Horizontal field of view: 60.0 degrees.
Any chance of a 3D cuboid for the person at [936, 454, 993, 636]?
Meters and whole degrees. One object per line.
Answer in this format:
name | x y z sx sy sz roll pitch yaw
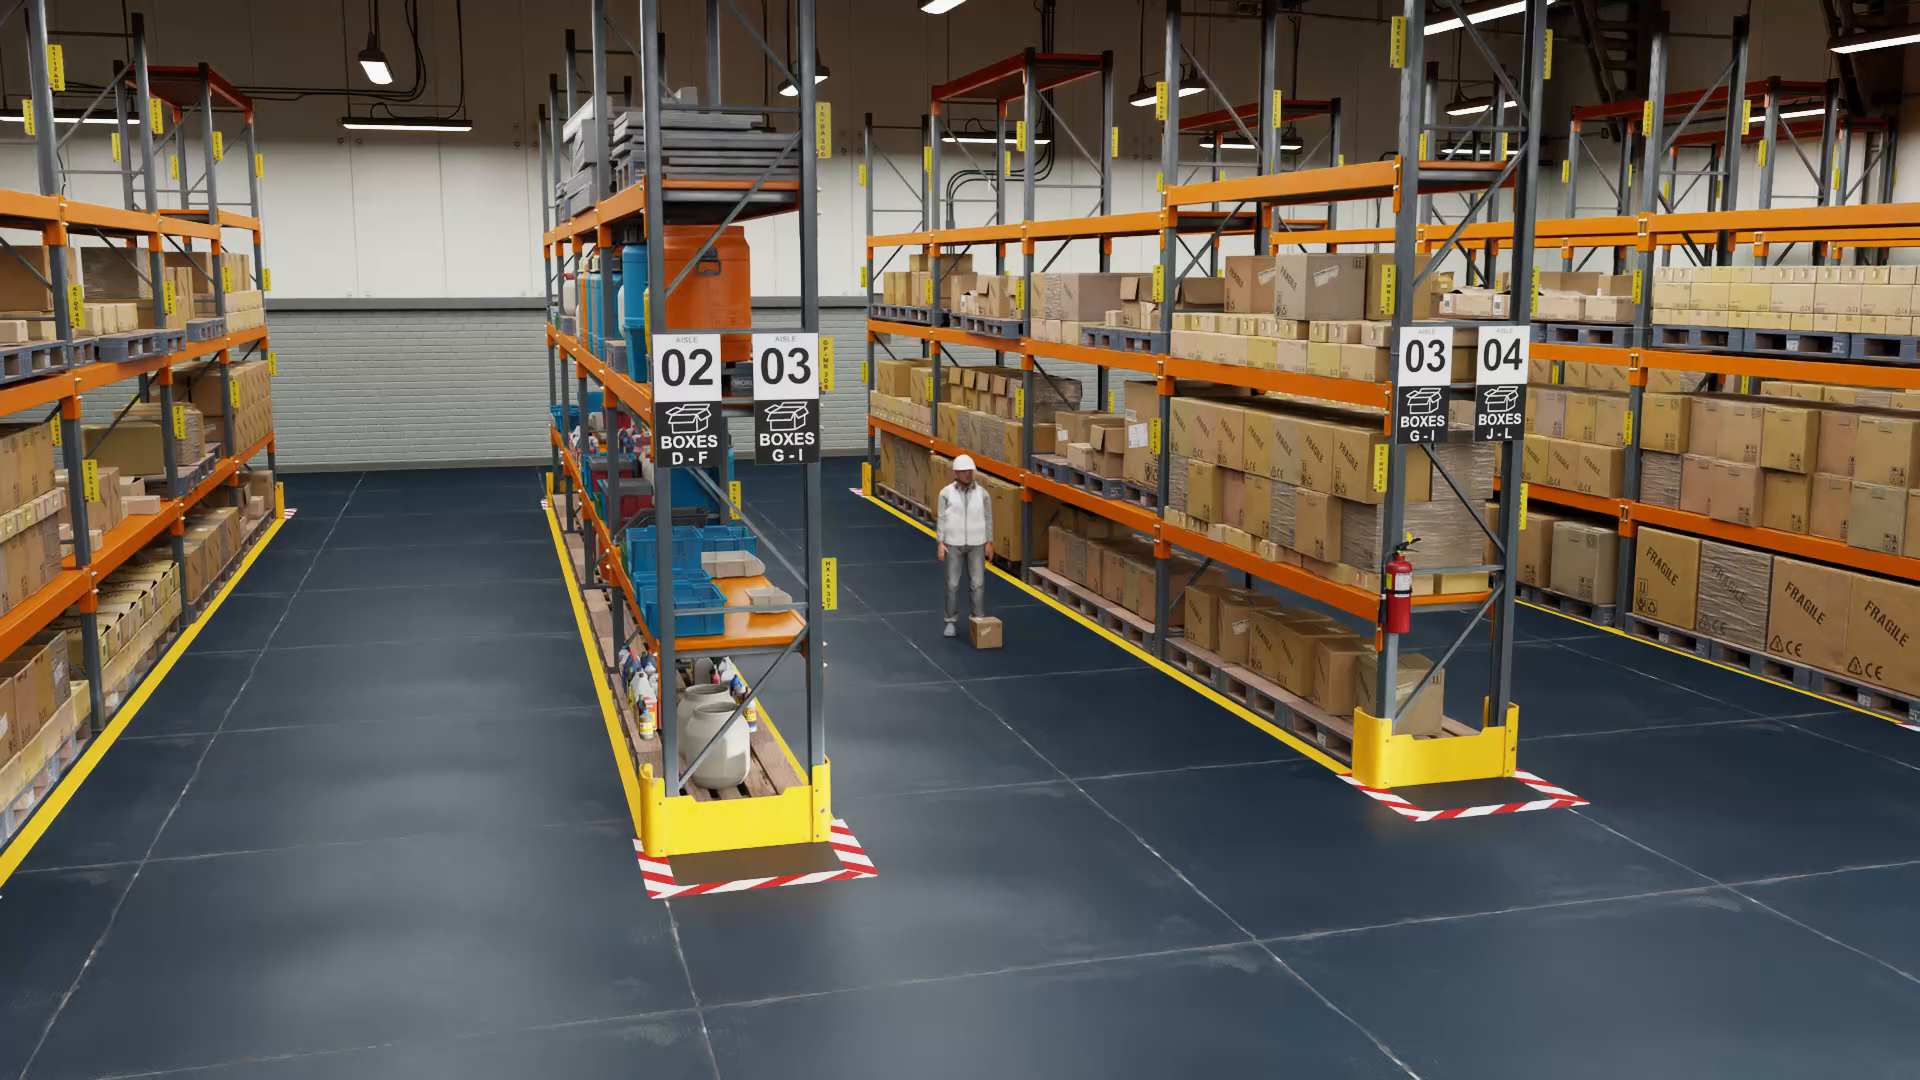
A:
person | 0.057 0.055 16.347 0.579 1.781 0.472 -1 9 -8
